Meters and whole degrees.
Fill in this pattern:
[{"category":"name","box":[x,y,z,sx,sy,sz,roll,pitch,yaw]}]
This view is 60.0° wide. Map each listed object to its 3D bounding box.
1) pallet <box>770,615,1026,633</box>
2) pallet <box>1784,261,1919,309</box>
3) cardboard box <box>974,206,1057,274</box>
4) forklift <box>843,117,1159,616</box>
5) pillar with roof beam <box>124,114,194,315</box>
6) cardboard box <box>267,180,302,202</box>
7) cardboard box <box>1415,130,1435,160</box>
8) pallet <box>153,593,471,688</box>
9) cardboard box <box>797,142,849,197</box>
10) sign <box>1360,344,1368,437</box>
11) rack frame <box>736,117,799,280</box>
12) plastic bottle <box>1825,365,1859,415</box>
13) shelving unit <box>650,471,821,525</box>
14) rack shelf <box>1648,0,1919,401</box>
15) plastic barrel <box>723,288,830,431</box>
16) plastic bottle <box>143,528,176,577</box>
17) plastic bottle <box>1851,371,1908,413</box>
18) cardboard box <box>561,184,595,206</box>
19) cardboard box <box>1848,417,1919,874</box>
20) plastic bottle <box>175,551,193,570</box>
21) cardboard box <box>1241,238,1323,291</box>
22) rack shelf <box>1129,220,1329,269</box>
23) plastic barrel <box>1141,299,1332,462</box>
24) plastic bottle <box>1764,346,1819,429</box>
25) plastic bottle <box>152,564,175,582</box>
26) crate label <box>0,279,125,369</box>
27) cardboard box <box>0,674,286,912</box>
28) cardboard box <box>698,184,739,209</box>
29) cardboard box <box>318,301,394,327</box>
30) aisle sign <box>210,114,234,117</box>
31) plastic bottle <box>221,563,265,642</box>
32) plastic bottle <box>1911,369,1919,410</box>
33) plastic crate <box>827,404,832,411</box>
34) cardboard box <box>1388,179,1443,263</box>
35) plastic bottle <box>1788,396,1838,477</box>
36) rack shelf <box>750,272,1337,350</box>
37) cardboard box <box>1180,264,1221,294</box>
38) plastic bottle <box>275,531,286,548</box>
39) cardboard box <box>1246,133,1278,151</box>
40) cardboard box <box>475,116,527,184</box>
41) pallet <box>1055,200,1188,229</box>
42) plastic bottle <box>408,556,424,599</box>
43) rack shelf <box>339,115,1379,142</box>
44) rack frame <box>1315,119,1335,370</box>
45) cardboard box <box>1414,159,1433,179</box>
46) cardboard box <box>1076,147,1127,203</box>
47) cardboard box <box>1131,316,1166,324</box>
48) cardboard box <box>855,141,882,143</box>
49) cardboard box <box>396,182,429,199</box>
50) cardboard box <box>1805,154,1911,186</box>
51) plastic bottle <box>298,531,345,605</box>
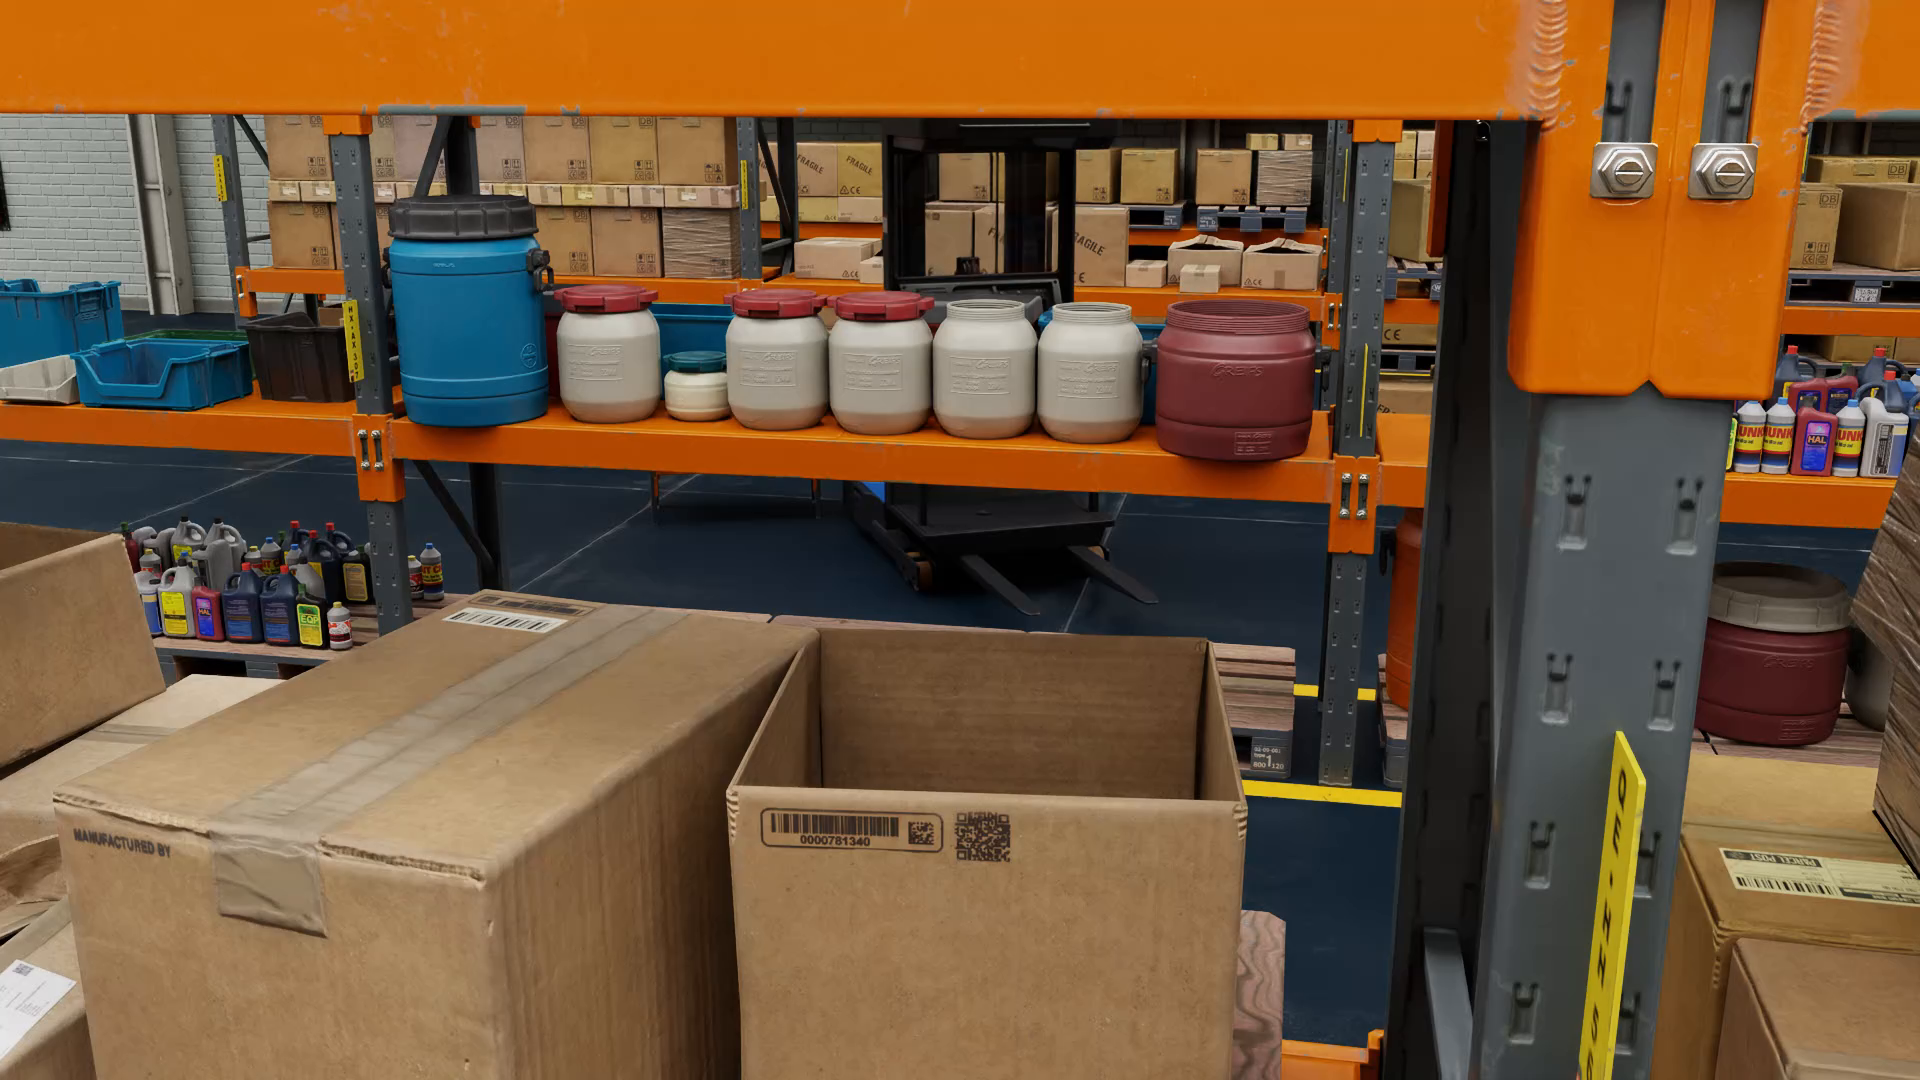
[{"category":"pallet","box":[-0.378,0.618,7.364,1.213,0.211,1.003,3,16,11]},{"category":"pallet","box":[5.715,-1.670,10.761,1.213,0.211,1.003,3,16,11]},{"category":"cardboard box","box":[0.393,-2.065,11.642,0.500,0.500,0.500,3,16,11]},{"category":"forklift","box":[0.189,-1.254,9.028,1.130,2.935,3.031,-5,16,-17]},{"category":"pillar with roof beam","box":[-10.179,-5.899,14.431,0.400,9.000,9.100,3,16,11]},{"category":"cardboard box","box":[-4.942,-2.613,12.405,0.250,0.149,0.380,3,16,11]},{"category":"cardboard box","box":[4.460,-3.643,15.337,0.500,0.250,0.500,3,16,10]},{"category":"pallet","box":[-3.004,0.476,7.879,1.213,0.211,1.003,3,16,11]},{"category":"cardboard box","box":[-1.395,-3.681,16.501,0.500,0.500,0.500,3,16,11]},{"category":"sign","box":[1.463,-0.543,6.027,0.005,0.325,0.100,3,16,11]},{"category":"rack frame","box":[-1.364,-2.117,12.015,0.127,3.000,1.000,3,16,11]},{"category":"plastic bottle","box":[3.467,-0.549,6.573,0.133,0.283,0.061,3,16,11]},{"category":"shelving unit","box":[-1.428,-0.720,10.484,1.048,1.125,0.538,-2,16,-8]},{"category":"rack shelf","box":[2.538,-0.305,1.204,4.000,0.370,1.077,3,16,11]},{"category":"plastic barrel","box":[-0.742,-0.740,6.788,0.433,0.535,0.433,0,15,0]},{"category":"plastic bottle","box":[-4.009,0.077,8.372,0.135,0.276,0.152,3,16,10]},{"category":"plastic bottle","box":[3.338,-0.441,6.057,0.185,0.351,0.144,3,16,11]},{"category":"cardboard box","box":[-2.669,-2.491,11.962,0.250,0.149,0.380,3,16,11]},{"category":"cardboard box","box":[1.292,0.199,1.590,0.637,0.503,0.797,4,16,13]},{"category":"plastic bottle","box":[-3.828,0.155,8.231,0.097,0.201,0.097,0,15,0]},{"category":"cardboard box","box":[2.209,-1.892,11.370,0.500,0.311,0.500,4,16,15]},{"category":"rack shelf","box":[1.580,-2.960,16.406,4.000,0.370,1.077,3,16,11]},{"category":"plastic barrel","box":[1.050,-0.620,6.355,0.708,0.536,0.600,3,16,11]},{"category":"plastic bottle","box":[3.315,-0.595,6.612,0.185,0.351,0.144,3,16,11]},{"category":"plastic bottle","box":[-3.685,0.252,7.728,0.133,0.283,0.061,3,16,11]},{"category":"crate label","box":[-4.417,-1.024,8.004,0.616,0.435,0.502,3,16,11]},{"category":"cardboard box","box":[-1.018,0.408,2.396,0.500,0.250,0.500,3,16,10]},{"category":"cardboard box","box":[-1.673,-2.436,11.765,0.250,0.149,0.380,3,16,11]},{"category":"cardboard box","box":[-4.698,-1.618,13.172,0.500,0.500,0.500,3,16,11]},{"category":"aisle sign","box":[-5.409,-3.506,12.160,0.004,0.787,0.394,3,16,11]},{"category":"plastic bottle","box":[-3.231,0.274,7.521,0.185,0.351,0.144,2,16,8]},{"category":"plastic bottle","box":[3.769,-0.538,6.557,0.097,0.271,0.097,0,15,0]},{"category":"plastic crate","box":[-0.591,-0.700,7.299,0.662,0.188,0.450,3,16,11]},{"category":"cardboard box","box":[3.196,-2.151,11.163,0.500,0.500,0.700,-2,16,-8]},{"category":"plastic bottle","box":[3.048,-0.371,5.932,0.133,0.283,0.061,3,16,11]},{"category":"rack shelf","box":[0.596,-1.664,11.727,4.000,0.370,1.077,3,16,11]},{"category":"cardboard box","box":[1.620,-1.759,11.192,0.250,0.149,0.380,3,16,11]},{"category":"plastic bottle","box":[-3.401,0.094,8.296,0.133,0.283,0.061,4,16,14]},{"category":"cardboard box","box":[2.877,-3.797,15.853,0.250,0.149,0.380,0,15,2]},{"category":"cardboard box","box":[-3.275,-2.892,12.197,0.500,0.500,0.700,3,16,11]},{"category":"pallet","box":[1.592,-3.202,16.293,1.213,0.211,1.003,3,16,11]},{"category":"plastic bottle","box":[-2.679,0.178,8.148,0.097,0.201,0.097,0,15,0]},{"category":"rack shelf","box":[-0.394,-1.814,6.650,4.000,0.370,1.077,3,16,11]},{"category":"rack frame","box":[3.540,-3.200,15.926,0.127,3.000,1.000,3,16,11]},{"category":"cardboard box","box":[4.476,-3.278,15.426,0.500,0.500,0.500,4,16,13]},{"category":"cardboard box","box":[1.310,-3.579,16.281,0.500,0.500,0.700,5,16,19]},{"category":"cardboard box","box":[1.850,-2.309,16.567,0.500,0.500,0.700,3,16,11]},{"category":"cardboard box","box":[-0.799,-3.791,16.899,0.500,0.500,0.500,3,16,10]},{"category":"cardboard box","box":[-3.930,-2.559,12.208,0.250,0.149,0.380,3,16,9]},{"category":"cardboard box","box":[7.988,-3.099,14.998,0.700,0.700,0.980,3,16,12]},{"category":"plastic bottle","box":[-3.091,0.129,8.044,0.185,0.351,0.144,3,16,11]}]
